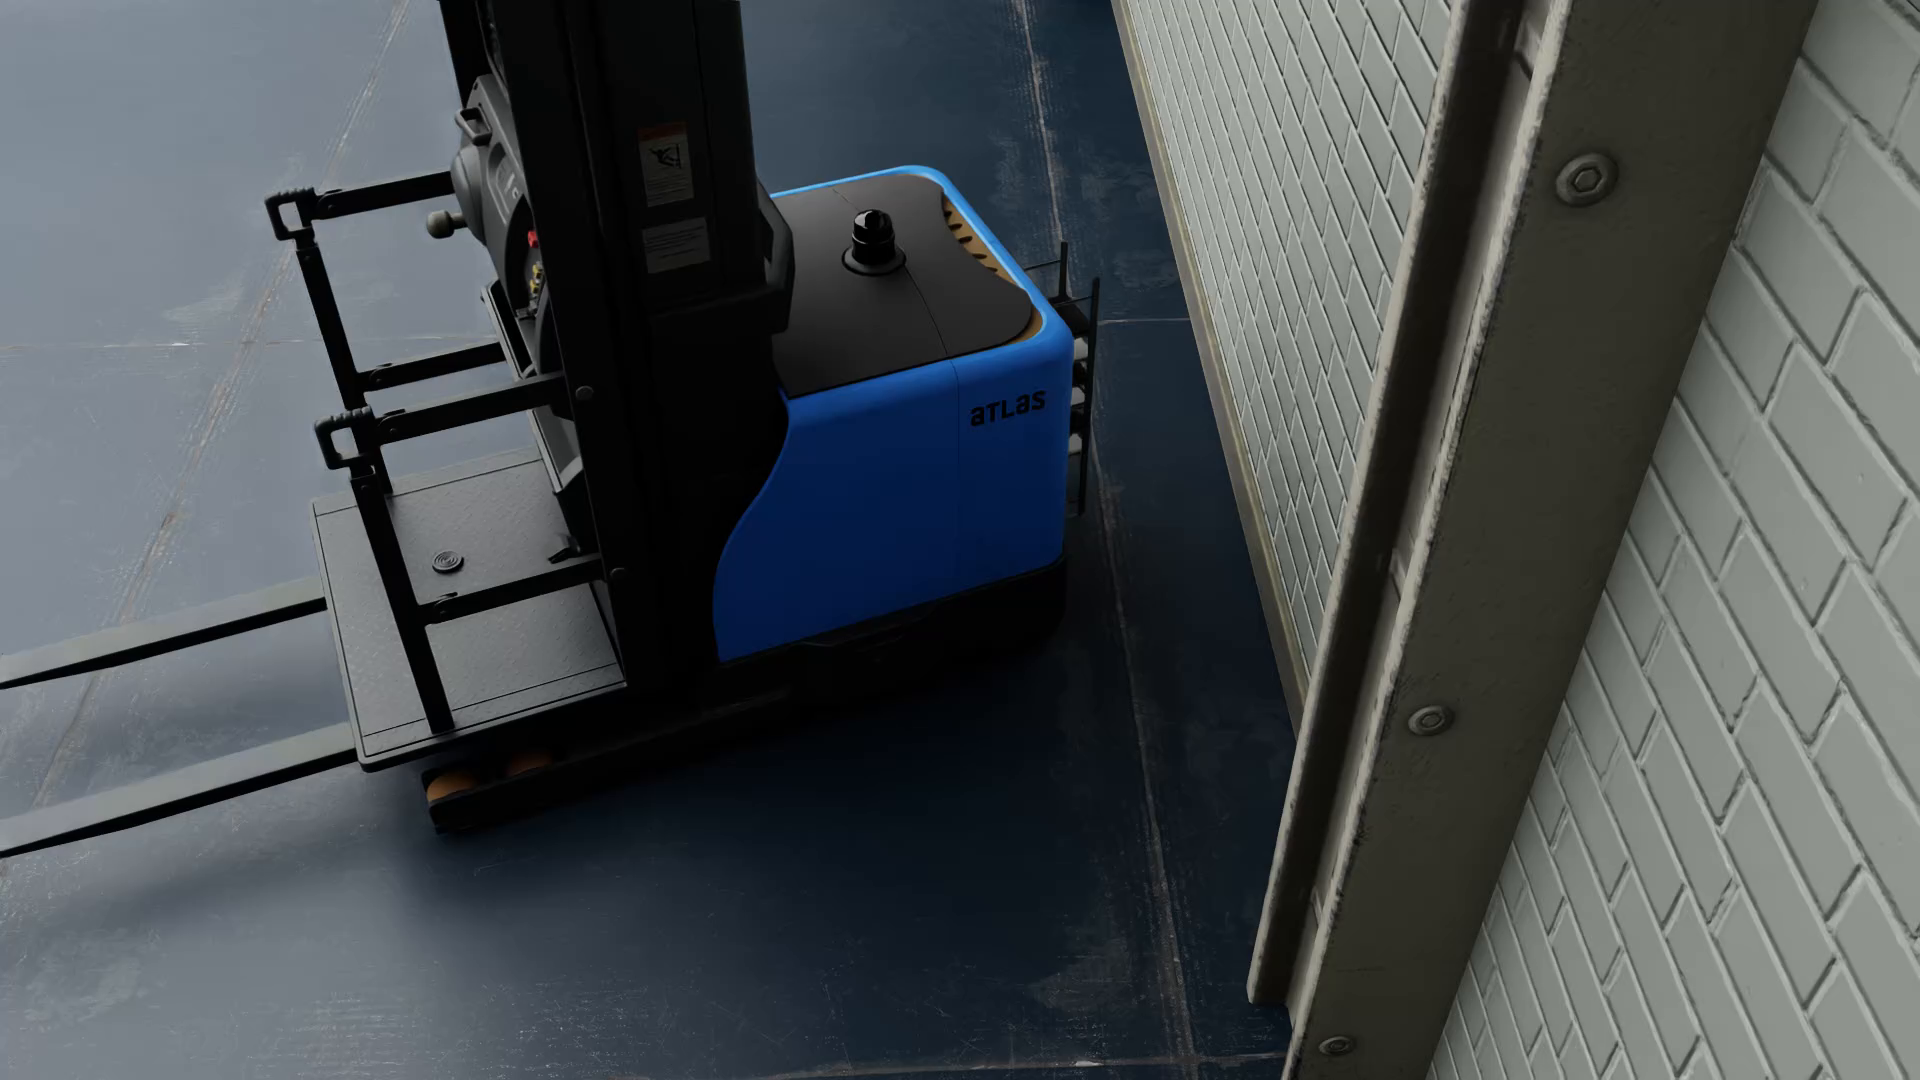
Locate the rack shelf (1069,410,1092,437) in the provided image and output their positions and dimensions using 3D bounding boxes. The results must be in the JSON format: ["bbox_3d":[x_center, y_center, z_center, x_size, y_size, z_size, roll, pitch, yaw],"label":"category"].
[{"bbox_3d":[0.247,-0.358,5.157,0.258,0.077,0.200,-17,45,-17],"label":"rack shelf"}]

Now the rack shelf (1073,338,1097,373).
[{"bbox_3d":[0.247,-0.557,4.974,0.258,0.077,0.200,-17,45,-17],"label":"rack shelf"}]

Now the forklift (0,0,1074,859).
[{"bbox_3d":[-1.257,-0.721,3.867,3.031,2.935,1.130,-16,45,-17],"label":"forklift"}]

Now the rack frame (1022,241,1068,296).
[{"bbox_3d":[0.206,-0.511,5.142,0.240,0.900,0.006,-17,45,-17],"label":"rack frame"}]

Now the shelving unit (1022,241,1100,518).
[{"bbox_3d":[0.247,-0.449,5.073,0.258,0.900,0.210,-17,45,-17],"label":"shelving unit"}]

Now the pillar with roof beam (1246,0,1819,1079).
[{"bbox_3d":[-3.439,-1.980,0.750,9.100,9.000,0.400,-2,43,-2],"label":"pillar with roof beam"}]

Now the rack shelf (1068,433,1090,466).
[{"bbox_3d":[0.247,-0.291,5.218,0.258,0.077,0.200,-17,45,-17],"label":"rack shelf"}]

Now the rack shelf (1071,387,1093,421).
[{"bbox_3d":[0.247,-0.424,5.096,0.258,0.077,0.200,-17,45,-17],"label":"rack shelf"}]

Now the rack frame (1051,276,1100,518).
[{"bbox_3d":[0.288,-0.386,5.005,0.240,0.900,0.006,-17,45,-17],"label":"rack frame"}]

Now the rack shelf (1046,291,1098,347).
[{"bbox_3d":[0.247,-0.623,4.914,0.258,0.077,0.200,-17,45,-17],"label":"rack shelf"}]

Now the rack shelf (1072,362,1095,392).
[{"bbox_3d":[0.247,-0.490,5.035,0.258,0.077,0.200,-17,45,-17],"label":"rack shelf"}]
